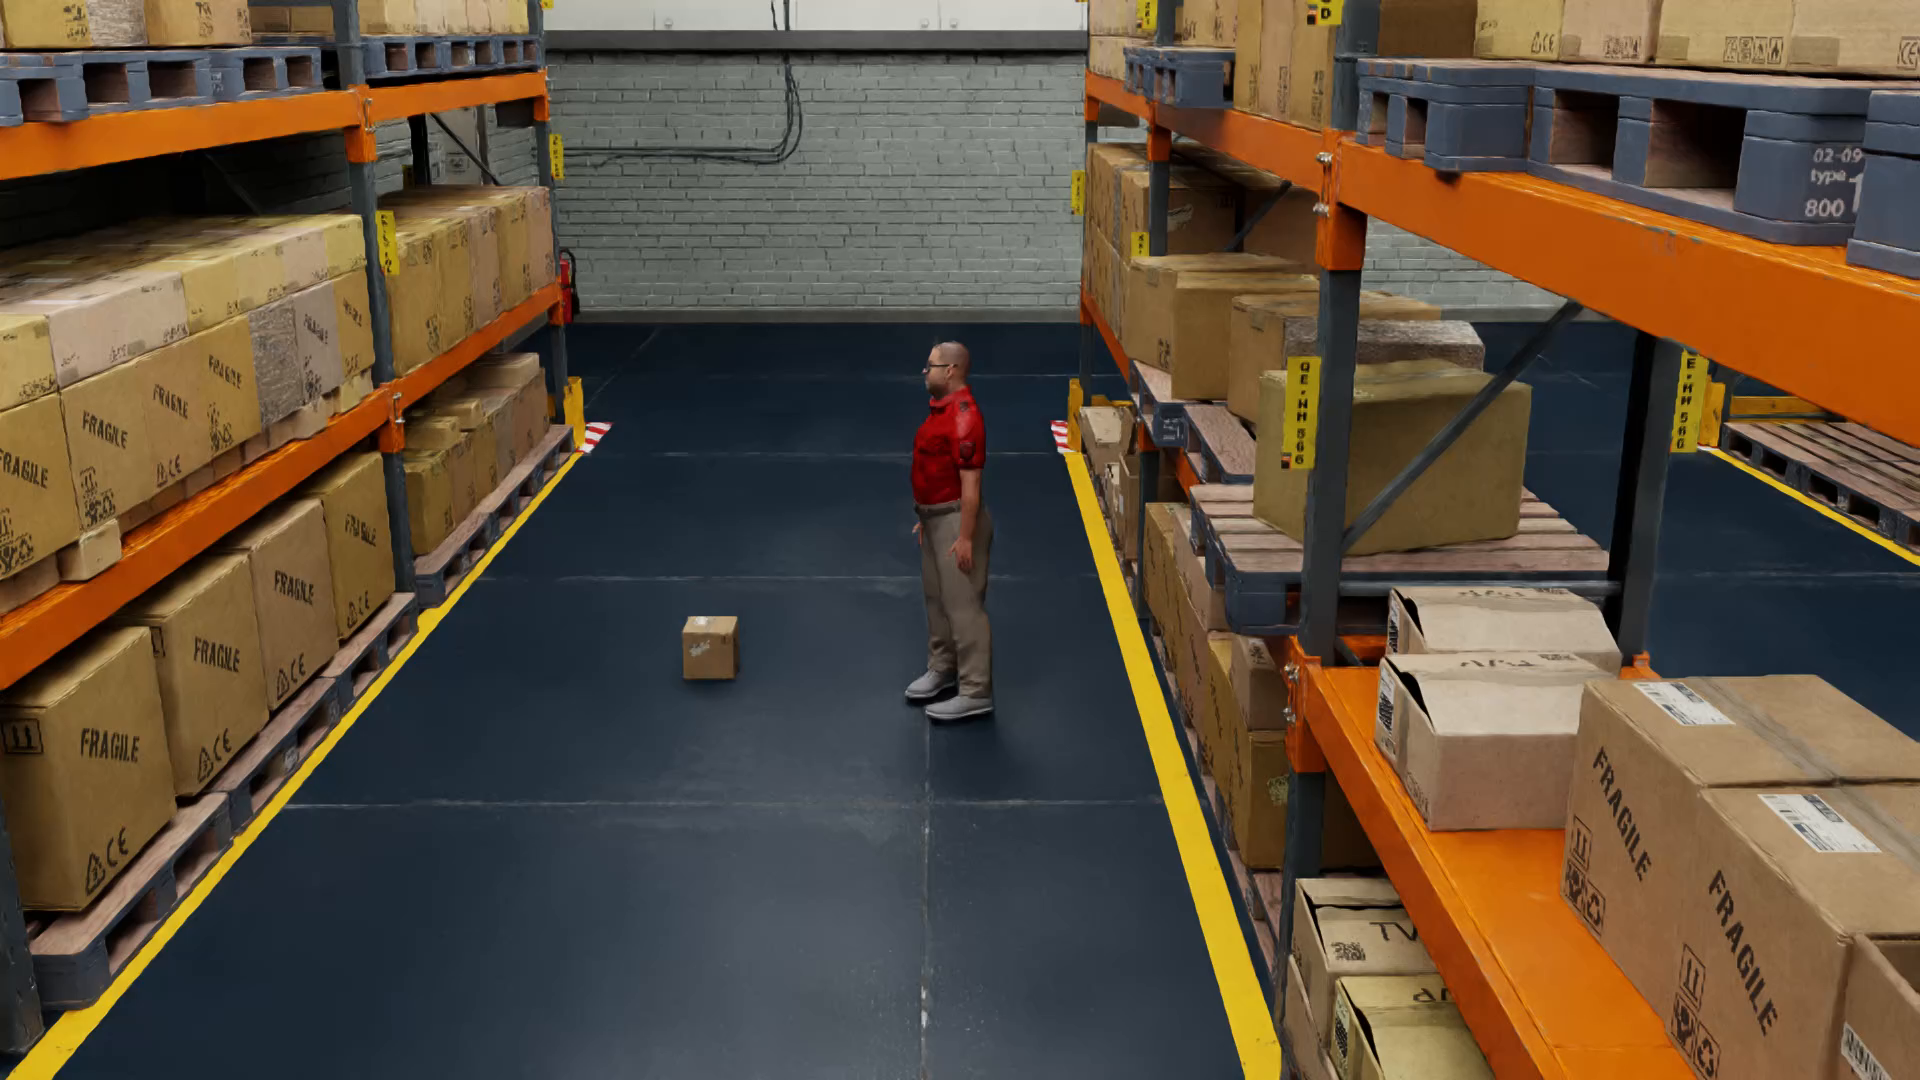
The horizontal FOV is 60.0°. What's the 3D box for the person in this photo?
[{"bbox_3d":[-0.054,-0.059,7.722,0.401,1.726,0.546,-3,17,-10],"label":"person"}]
